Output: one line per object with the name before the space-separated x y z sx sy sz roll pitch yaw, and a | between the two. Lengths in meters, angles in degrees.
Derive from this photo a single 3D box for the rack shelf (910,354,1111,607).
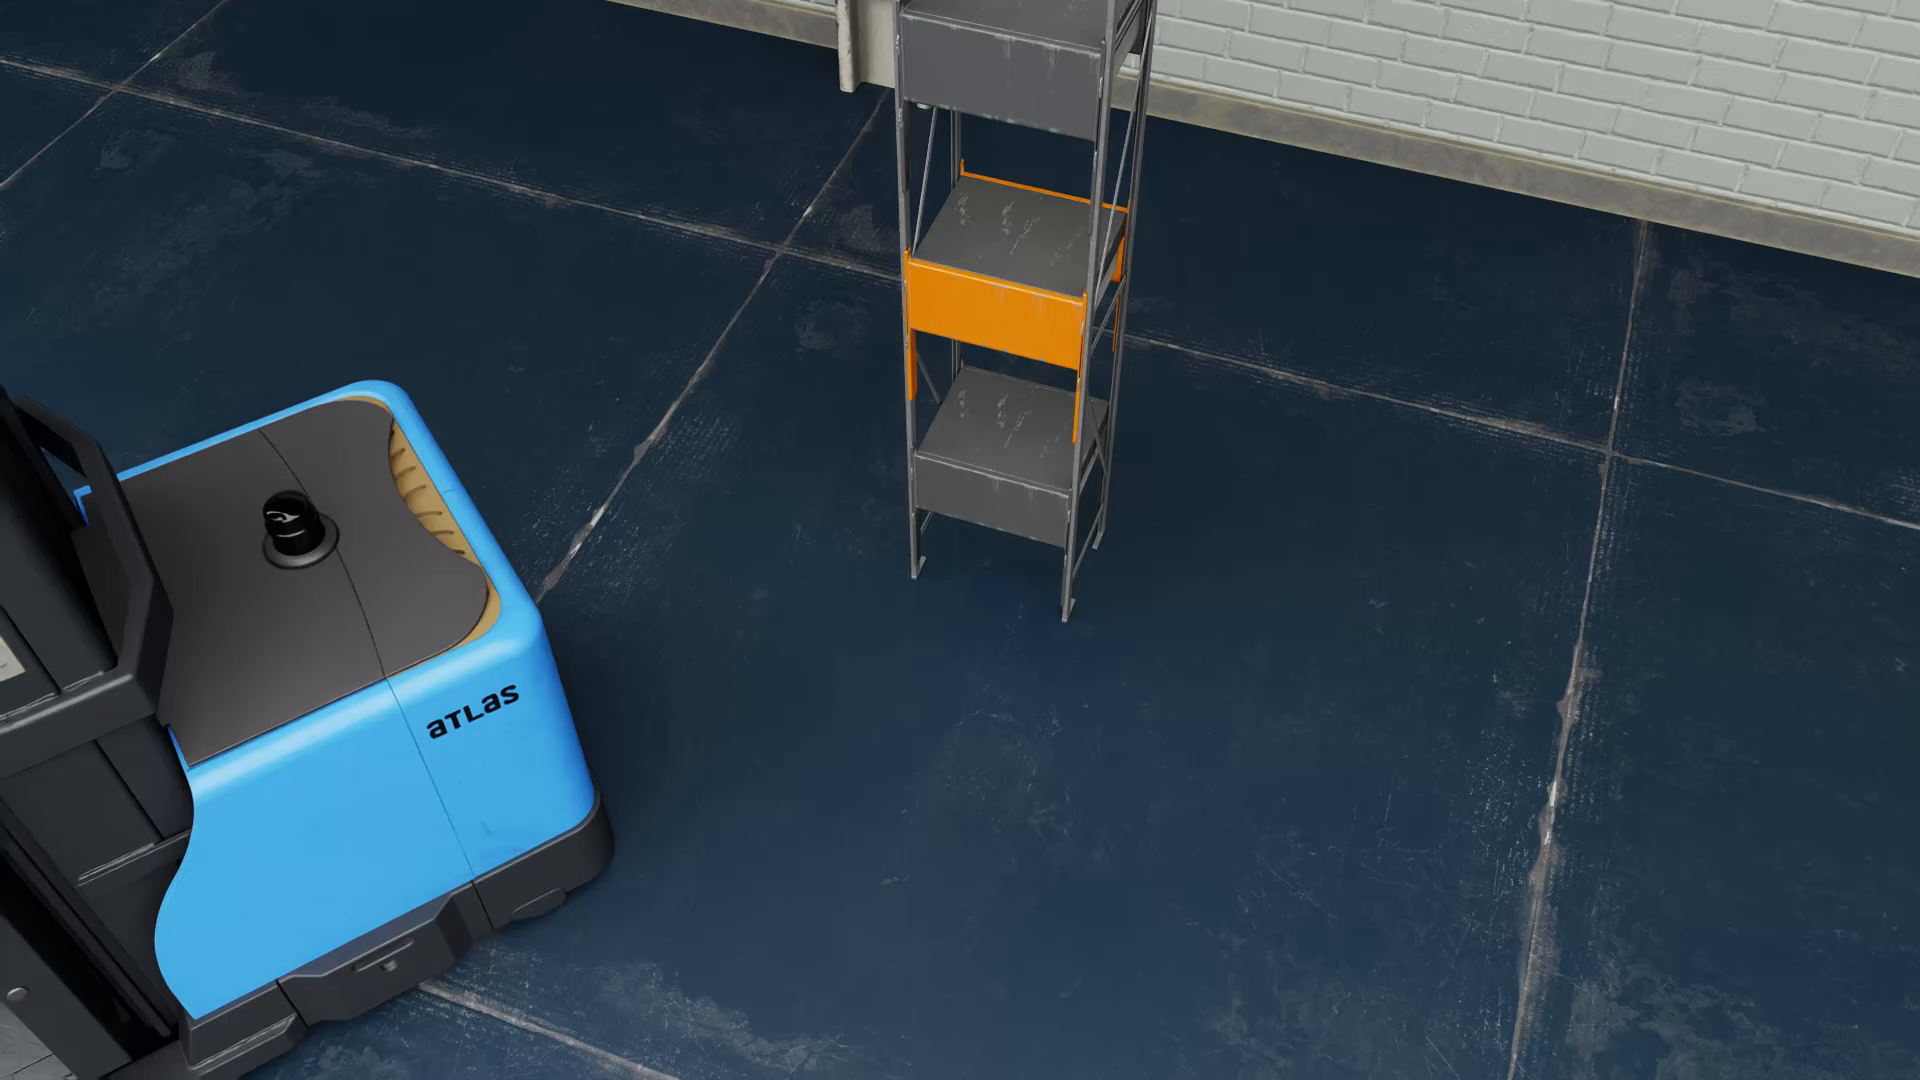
rack shelf | 0.155 -0.177 4.958 0.480 0.518 0.431 16 51 13

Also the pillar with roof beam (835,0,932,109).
pillar with roof beam | -1.749 -1.810 0.864 0.400 9.000 9.100 16 51 13

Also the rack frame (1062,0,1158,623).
rack frame | 0.384 -0.580 4.364 0.015 2.100 0.400 16 51 13

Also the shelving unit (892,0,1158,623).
shelving unit | 0.155 -0.644 4.419 0.503 2.100 0.431 16 51 13

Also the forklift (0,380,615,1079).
forklift | -2.439 0.222 3.118 3.031 2.935 1.130 -26 54 -21

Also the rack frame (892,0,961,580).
rack frame | -0.074 -0.708 4.474 0.015 2.100 0.400 16 51 13

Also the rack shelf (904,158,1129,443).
rack shelf | 0.155 -0.635 4.429 0.480 0.518 0.431 16 51 13

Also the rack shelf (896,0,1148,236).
rack shelf | 0.155 -1.094 3.900 0.480 0.518 0.431 16 51 13
